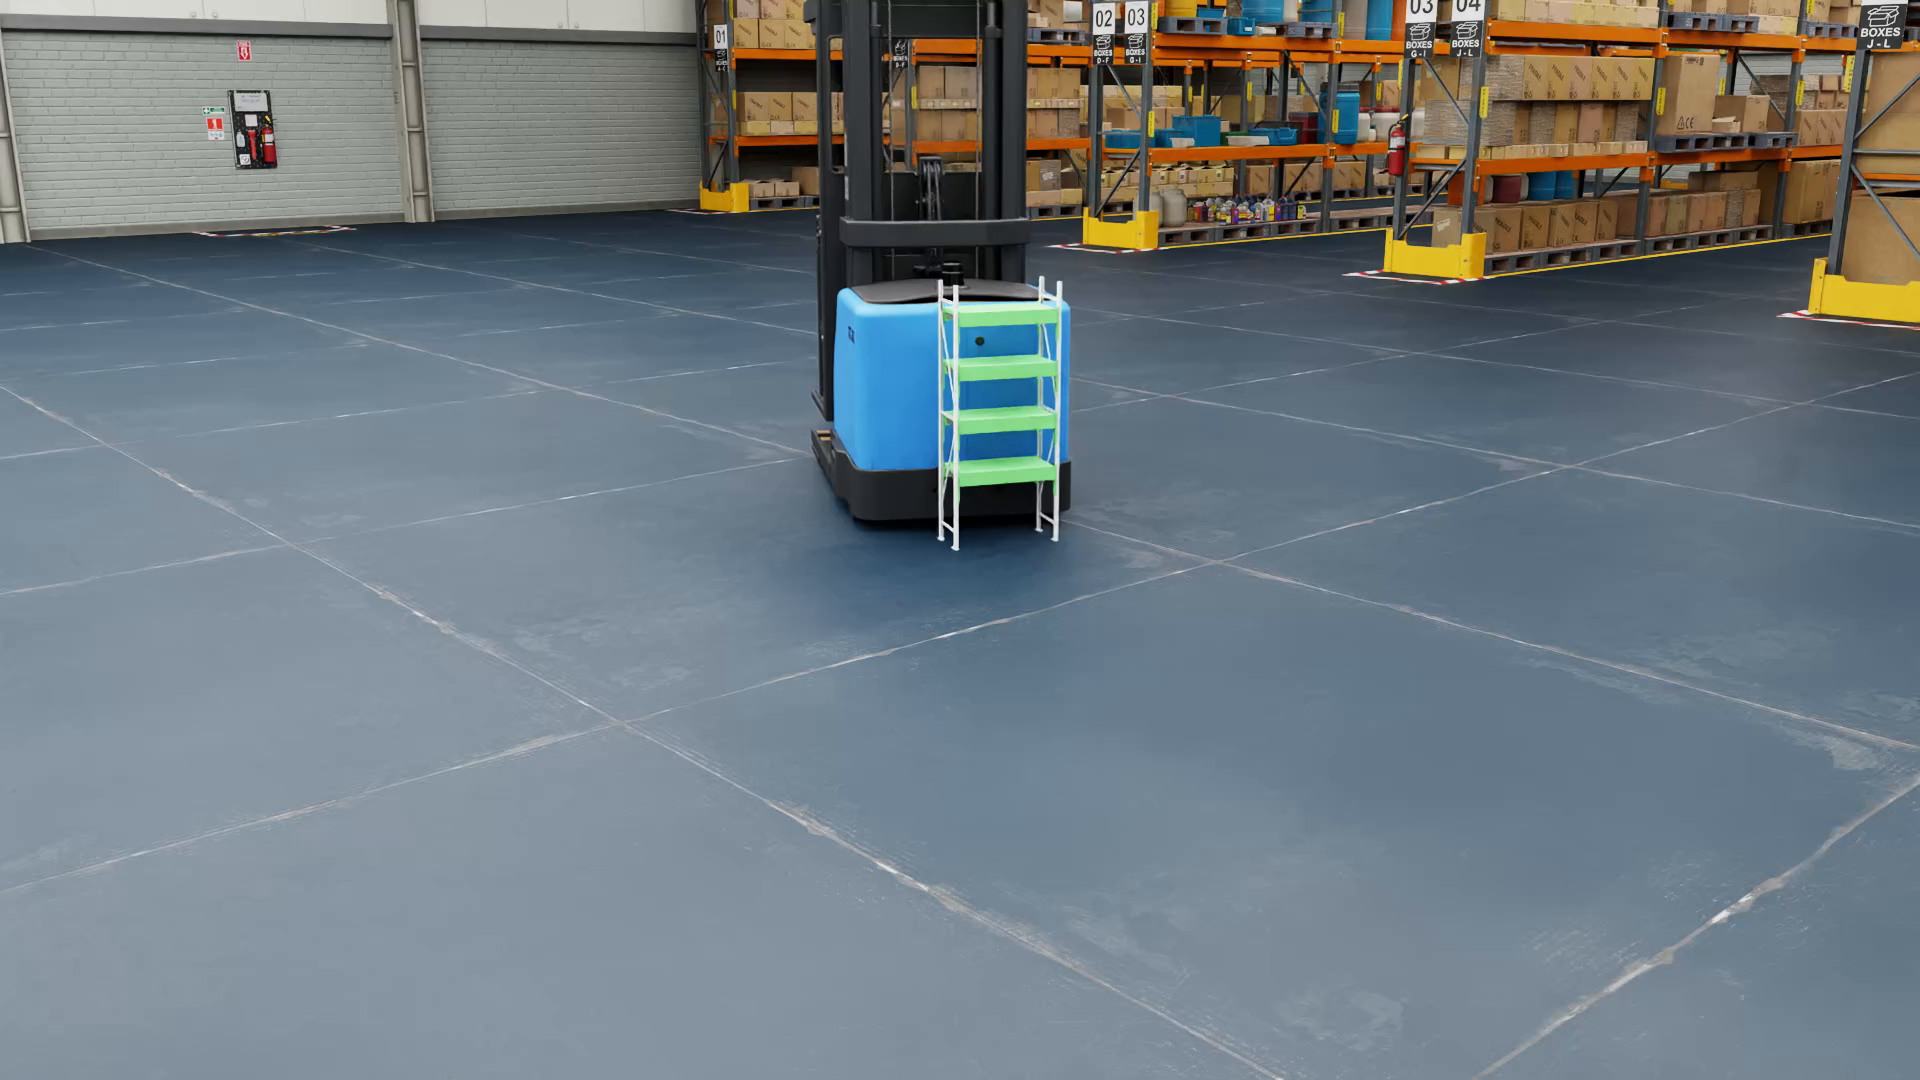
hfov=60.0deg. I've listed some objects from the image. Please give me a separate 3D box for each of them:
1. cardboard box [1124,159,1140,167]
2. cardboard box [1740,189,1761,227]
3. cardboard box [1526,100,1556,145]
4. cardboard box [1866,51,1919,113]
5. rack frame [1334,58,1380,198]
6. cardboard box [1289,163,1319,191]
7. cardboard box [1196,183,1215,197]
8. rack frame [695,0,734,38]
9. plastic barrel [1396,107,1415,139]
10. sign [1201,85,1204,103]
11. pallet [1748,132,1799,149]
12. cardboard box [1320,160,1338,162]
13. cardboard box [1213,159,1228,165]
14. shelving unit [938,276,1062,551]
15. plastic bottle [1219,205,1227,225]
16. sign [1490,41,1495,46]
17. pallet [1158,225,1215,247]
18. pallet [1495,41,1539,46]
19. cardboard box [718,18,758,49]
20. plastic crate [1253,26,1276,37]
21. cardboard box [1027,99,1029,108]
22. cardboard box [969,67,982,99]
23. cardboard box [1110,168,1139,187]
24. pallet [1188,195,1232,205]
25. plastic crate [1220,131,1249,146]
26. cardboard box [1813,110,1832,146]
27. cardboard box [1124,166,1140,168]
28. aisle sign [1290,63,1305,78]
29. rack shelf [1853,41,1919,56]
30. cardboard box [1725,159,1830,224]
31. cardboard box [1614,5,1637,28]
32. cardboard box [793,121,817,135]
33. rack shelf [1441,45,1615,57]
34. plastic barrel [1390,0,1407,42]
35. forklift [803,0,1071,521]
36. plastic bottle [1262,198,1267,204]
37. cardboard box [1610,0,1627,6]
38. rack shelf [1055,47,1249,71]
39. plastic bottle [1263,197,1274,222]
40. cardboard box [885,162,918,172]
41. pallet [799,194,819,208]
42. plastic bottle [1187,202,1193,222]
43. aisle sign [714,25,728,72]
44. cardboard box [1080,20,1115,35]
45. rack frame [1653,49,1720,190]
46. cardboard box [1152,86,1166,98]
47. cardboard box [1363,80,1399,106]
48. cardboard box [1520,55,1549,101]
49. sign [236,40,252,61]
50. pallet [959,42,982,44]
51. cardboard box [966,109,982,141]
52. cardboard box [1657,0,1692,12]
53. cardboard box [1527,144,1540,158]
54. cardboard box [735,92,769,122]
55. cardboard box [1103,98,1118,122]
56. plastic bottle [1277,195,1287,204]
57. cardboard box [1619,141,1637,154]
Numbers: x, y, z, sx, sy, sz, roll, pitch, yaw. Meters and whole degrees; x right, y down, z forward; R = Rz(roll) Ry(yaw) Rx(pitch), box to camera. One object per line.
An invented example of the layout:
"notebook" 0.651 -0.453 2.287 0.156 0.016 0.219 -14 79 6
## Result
"cardboard box" 3.654 -8.328 36.469 0.750 0.750 0.750 -12 19 -38
"cardboard box" 10.973 -4.768 23.778 0.500 0.500 0.700 -14 20 -42
"cardboard box" 6.567 -4.989 19.846 0.500 0.500 0.875 -13 19 -39
"cardboard box" 8.915 -4.192 15.247 0.550 0.550 0.875 -13 19 -39
"rack frame" 7.982 -8.487 33.711 0.127 3.000 1.000 -13 19 -39
"cardboard box" 6.659 -7.099 32.505 0.500 0.500 0.500 -14 20 -41
"cardboard box" 4.342 -6.459 30.634 0.500 0.250 0.500 -13 20 -40
"rack frame" -4.325 -10.316 28.934 0.127 3.000 1.000 -13 19 -39
"plastic barrel" 6.942 -6.549 26.194 0.433 0.535 0.433 0 15 0
"sign" 4.602 -8.435 31.424 0.005 0.325 0.100 -13 19 -39
"pallet" 10.997 -5.646 23.447 1.003 0.211 1.213 -13 19 -39
"cardboard box" 7.458 -7.457 33.847 0.500 0.500 0.500 -14 20 -42
"cardboard box" 5.740 -8.637 38.303 0.500 0.500 0.700 -13 20 -40
"shelving unit" 0.179 -0.581 7.599 0.503 1.200 0.258 -5 16 -18
"plastic bottle" 3.751 -4.630 23.706 0.097 0.271 0.097 0 15 0
"sign" 8.580 -8.137 26.791 0.005 0.325 0.100 -13 19 -39
"pallet" 2.821 -4.301 23.441 1.213 0.211 1.003 -13 19 -39
"pallet" 8.855 -8.313 27.612 1.213 0.211 1.003 -13 19 -39
"cardboard box" -3.908 -8.933 29.336 0.500 0.500 0.500 -12 19 -38
"plastic crate" 4.251 -7.138 23.359 0.396 0.136 0.243 -13 19 -39
"cardboard box" 0.924 -7.191 27.408 0.250 0.149 0.380 -12 19 -38
"cardboard box" 0.103 -7.391 26.898 0.500 0.500 0.700 -13 19 -39
"cardboard box" 2.804 -6.382 29.260 0.500 0.311 0.500 -13 20 -40
"pallet" 4.318 -6.330 31.040 1.213 0.211 1.003 -13 19 -39
"plastic crate" 3.987 -5.889 24.397 0.662 0.188 0.450 -13 19 -39
"cardboard box" 12.398 -6.046 24.377 0.500 0.500 0.500 -13 20 -41
"cardboard box" 3.213 -6.659 30.296 0.500 0.311 0.500 -13 20 -40
"aisle sign" 7.997 -11.338 39.347 0.004 0.787 0.394 -13 19 -39
"rack shelf" 15.991 -7.998 27.462 4.000 0.370 1.077 -13 19 -39
"cardboard box" 11.999 -5.169 24.594 0.875 0.875 1.225 -14 20 -42
"cardboard box" 7.874 -6.365 20.244 0.500 0.250 0.500 -12 19 -38
"cardboard box" -2.978 -7.552 30.462 0.500 0.250 0.500 -13 20 -40
"rack shelf" 9.722 -8.285 28.535 4.000 0.370 1.077 -13 19 -39
"plastic barrel" 6.958 -8.293 26.341 0.708 0.830 0.600 -13 19 -39
"forklift" -0.240 -1.841 8.963 1.130 2.935 3.031 -3 15 -10
"plastic bottle" 4.668 -5.093 25.437 0.097 0.271 0.097 0 15 0
"cardboard box" 7.807 -6.522 20.060 0.250 0.149 0.380 -13 20 -41
"rack shelf" 3.456 -8.572 29.611 4.000 0.370 1.077 -13 19 -39
"plastic bottle" 4.511 -4.847 24.365 0.185 0.351 0.144 -13 20 -40
"cardboard box" -0.861 -5.840 26.861 0.500 0.500 0.500 -13 19 -39
"pallet" -2.711 -6.420 31.375 1.213 0.211 1.003 -13 19 -39
"plastic bottle" 3.352 -4.809 24.353 0.133 0.283 0.061 -12 19 -38
"aisle sign" -4.182 -8.603 29.108 0.004 0.787 0.394 -13 19 -39
"cardboard box" 2.418 -8.814 28.599 0.500 0.250 0.500 -10 18 -34
"rack frame" 14.249 -8.200 32.635 0.127 3.000 1.000 -13 19 -39
"cardboard box" 4.151 -9.801 36.368 0.500 0.250 0.500 -12 19 -38
"cardboard box" 8.523 -9.043 33.663 0.500 0.500 0.500 -12 19 -38
"cardboard box" 6.405 -5.324 19.160 0.500 0.500 0.500 -13 19 -39
"sign" -10.852 -7.415 25.206 0.199 0.298 0.001 -13 19 -39
"pallet" 0.009 -9.714 32.856 1.003 0.211 1.213 -13 19 -39
"cardboard box" 0.062 -6.752 27.021 0.500 0.500 0.700 -12 19 -39
"cardboard box" 8.867 -6.965 21.186 0.637 0.503 0.797 -14 20 -42
"cardboard box" 6.569 -4.571 19.537 0.250 0.149 0.380 -13 19 -39
"cardboard box" -3.767 -7.740 29.712 0.500 0.500 0.500 -13 19 -39
"cardboard box" 3.021 -9.178 35.489 0.500 0.500 0.500 -13 20 -40
"plastic bottle" 4.805 -4.962 24.796 0.185 0.351 0.144 -13 19 -39
"cardboard box" 8.283 -4.947 20.945 0.250 0.149 0.380 -13 19 -39
